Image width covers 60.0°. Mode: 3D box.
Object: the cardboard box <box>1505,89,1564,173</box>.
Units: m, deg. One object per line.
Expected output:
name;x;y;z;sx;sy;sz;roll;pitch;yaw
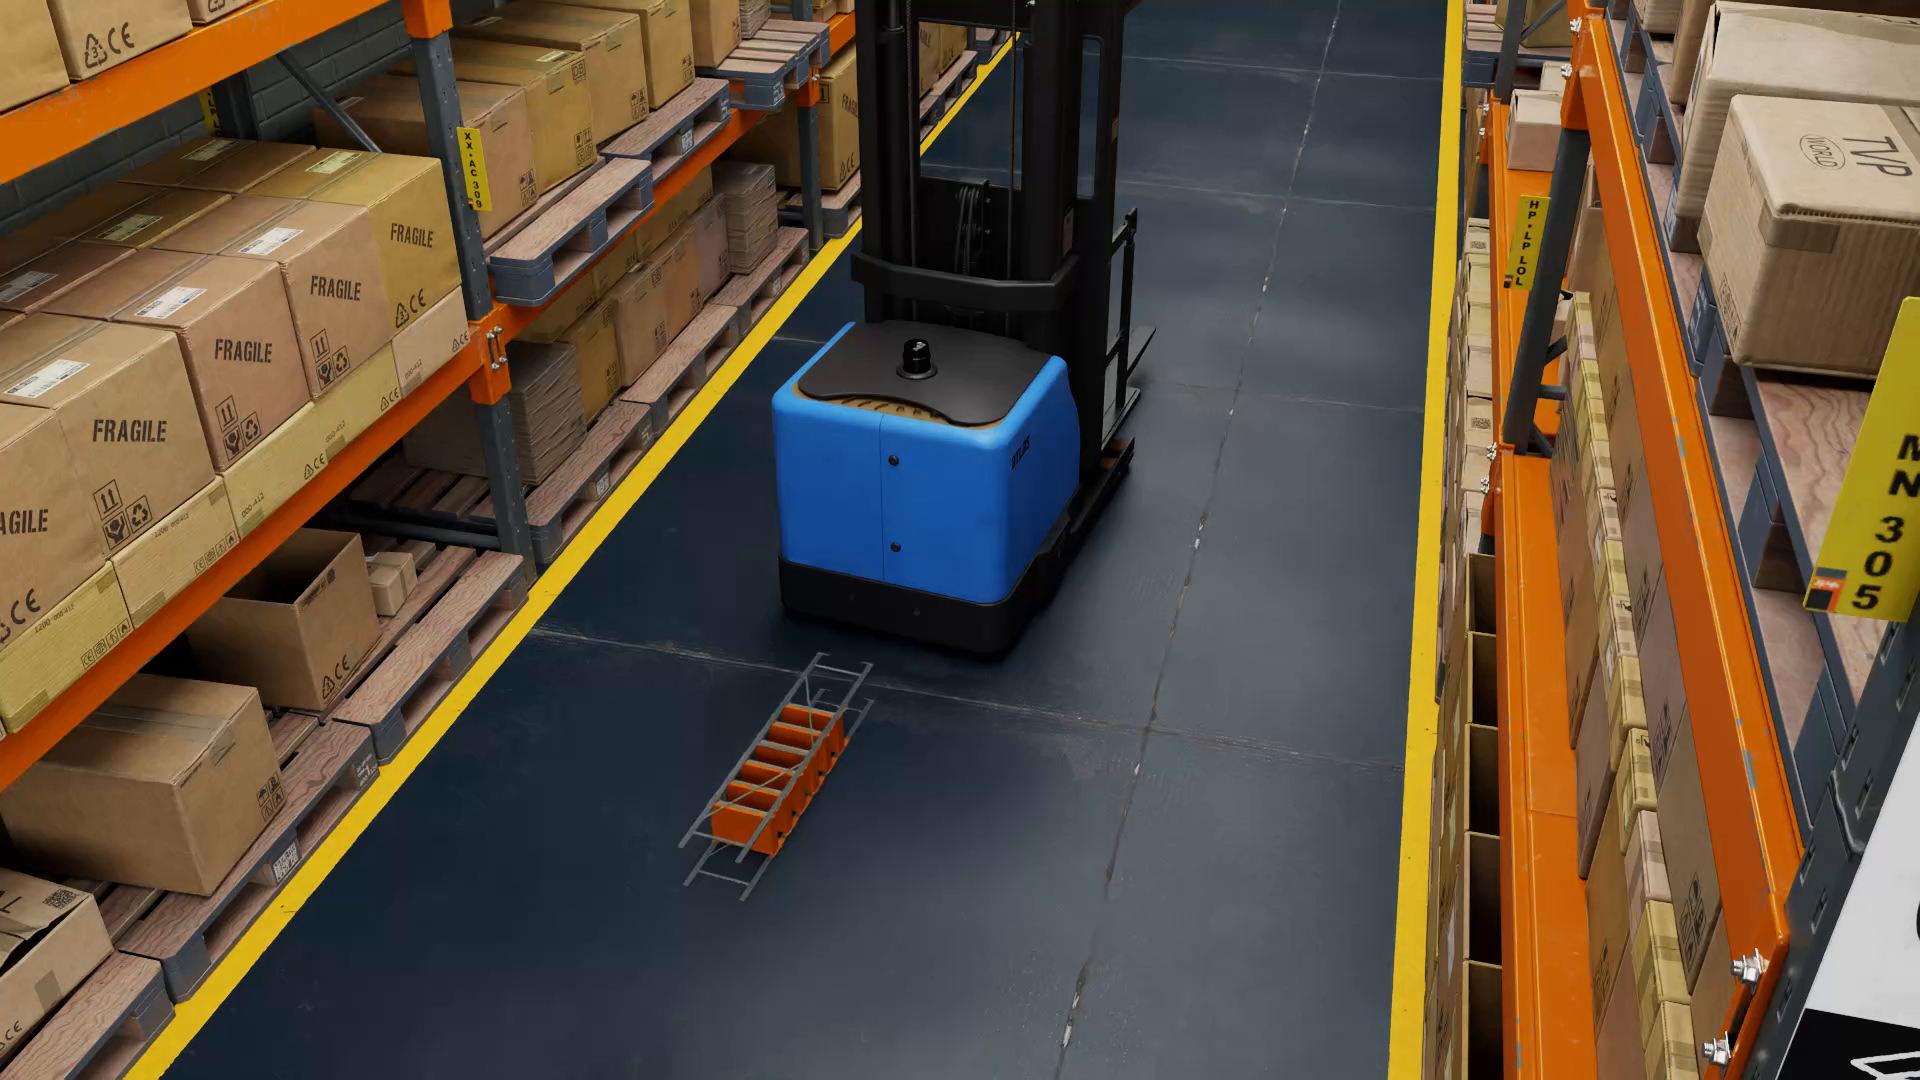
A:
cardboard box;2.999;-2.054;8.268;0.500;0.311;0.500;8;33;12

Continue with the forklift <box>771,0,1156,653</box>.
forklift;0.226;-1.551;7.458;1.130;2.935;3.031;12;34;18

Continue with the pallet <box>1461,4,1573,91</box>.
pallet;3.518;-2.810;9.552;1.213;0.211;1.003;8;33;12

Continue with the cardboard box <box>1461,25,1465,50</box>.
cardboard box;4.336;-4.125;13.689;0.380;0.149;0.250;8;33;12

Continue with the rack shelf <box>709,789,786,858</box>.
rack shelf;-0.765;1.013;5.976;0.258;0.180;0.103;11;34;17

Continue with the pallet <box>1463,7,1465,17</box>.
pallet;5.223;-5.050;15.498;1.003;0.211;1.213;8;33;12

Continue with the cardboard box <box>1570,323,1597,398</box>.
cardboard box;2.080;-0.526;5.084;0.380;0.149;0.250;8;33;13

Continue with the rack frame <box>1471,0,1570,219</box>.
rack frame;3.414;-2.529;8.933;1.000;3.000;0.127;8;33;12

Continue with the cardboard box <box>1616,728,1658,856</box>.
cardboard box;1.558;0.547;3.396;0.380;0.149;0.250;9;34;14

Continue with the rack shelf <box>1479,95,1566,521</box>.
rack shelf;2.906;-1.188;7.493;1.077;0.370;4.000;8;33;12

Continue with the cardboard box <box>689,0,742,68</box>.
cardboard box;-1.604;-2.891;8.998;0.700;0.500;0.500;5;33;8

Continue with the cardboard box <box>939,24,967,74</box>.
cardboard box;-0.403;-4.192;13.161;0.750;0.750;0.750;8;33;13

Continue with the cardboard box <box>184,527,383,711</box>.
cardboard box;-2.619;0.287;6.422;0.500;0.500;0.500;6;33;9

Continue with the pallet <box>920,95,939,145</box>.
pallet;-0.794;-3.055;12.359;1.003;0.211;1.213;8;33;12

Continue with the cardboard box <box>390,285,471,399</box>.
cardboard box;-2.221;-0.784;6.309;0.500;0.250;0.500;8;33;12

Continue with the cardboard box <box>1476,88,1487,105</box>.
cardboard box;3.690;-3.055;10.981;0.500;0.250;0.500;7;33;11

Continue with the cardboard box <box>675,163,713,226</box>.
cardboard box;-1.716;-1.981;9.291;0.500;0.250;0.500;9;33;13

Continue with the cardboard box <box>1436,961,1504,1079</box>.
cardboard box;1.471;1.449;4.147;0.500;0.500;0.500;8;33;12

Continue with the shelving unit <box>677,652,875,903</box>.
shelving unit;-0.659;0.854;6.227;0.258;0.189;1.200;11;34;17

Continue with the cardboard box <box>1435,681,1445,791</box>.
cardboard box;1.988;0.729;5.979;0.500;0.250;0.500;8;33;12

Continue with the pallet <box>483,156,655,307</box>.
pallet;-2.059;-1.422;7.370;1.003;0.211;1.213;8;33;12

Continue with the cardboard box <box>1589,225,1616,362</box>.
cardboard box;2.292;-0.812;4.929;0.700;0.500;0.500;8;33;13

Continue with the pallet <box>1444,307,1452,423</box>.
pallet;3.167;-0.931;9.017;1.003;0.211;1.213;8;33;12

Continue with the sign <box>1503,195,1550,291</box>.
sign;1.871;-0.978;5.486;0.100;0.325;0.005;8;33;12

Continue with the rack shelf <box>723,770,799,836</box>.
rack shelf;-0.725;0.952;6.071;0.258;0.180;0.103;11;34;17

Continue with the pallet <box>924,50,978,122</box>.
pallet;-0.487;-3.690;13.358;1.003;0.211;1.213;8;33;12

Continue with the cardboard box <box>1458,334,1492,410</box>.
cardboard box;2.610;-0.746;7.776;0.500;0.311;0.500;8;33;12

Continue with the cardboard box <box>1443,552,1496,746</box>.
cardboard box;1.978;0.411;5.780;0.500;0.500;0.500;8;33;12

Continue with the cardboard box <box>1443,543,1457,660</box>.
cardboard box;2.223;0.275;6.693;0.500;0.250;0.500;8;33;12

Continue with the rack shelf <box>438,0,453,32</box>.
rack shelf;-1.886;-3.126;7.746;1.077;0.370;4.000;8;33;12

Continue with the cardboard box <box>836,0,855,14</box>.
cardboard box;-0.850;-3.499;10.674;0.380;0.149;0.250;9;34;14

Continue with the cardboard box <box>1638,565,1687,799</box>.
cardboard box;1.783;0.229;3.291;0.700;0.500;0.500;8;33;13

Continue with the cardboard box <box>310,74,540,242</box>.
cardboard box;-2.232;-1.613;6.989;0.700;0.500;0.500;8;33;13

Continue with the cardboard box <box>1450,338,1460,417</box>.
cardboard box;2.744;-0.783;8.357;0.500;0.250;0.500;7;33;11

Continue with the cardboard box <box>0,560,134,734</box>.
cardboard box;-2.725;0.260;4.667;0.500;0.250;0.500;8;33;12

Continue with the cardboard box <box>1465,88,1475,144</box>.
cardboard box;3.812;-2.981;11.564;0.500;0.500;0.500;8;33;13

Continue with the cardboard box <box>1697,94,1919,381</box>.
cardboard box;1.421;-0.450;2.484;0.500;0.250;0.500;8;33;12

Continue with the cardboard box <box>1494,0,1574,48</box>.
cardboard box;3.464;-3.091;9.331;0.700;0.500;0.500;-3;33;-4

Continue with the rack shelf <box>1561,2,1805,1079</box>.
rack shelf;1.891;-0.378;3.423;1.077;0.370;4.000;8;33;12

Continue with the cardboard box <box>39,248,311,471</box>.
cardboard box;-2.474;-0.581;5.289;0.500;0.500;0.500;7;33;11

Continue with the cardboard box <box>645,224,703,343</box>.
cardboard box;-1.853;-1.439;9.137;0.700;0.500;0.500;8;33;12

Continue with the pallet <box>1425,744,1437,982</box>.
pallet;2.156;1.130;5.775;1.003;0.211;1.213;8;33;12

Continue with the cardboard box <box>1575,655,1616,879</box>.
cardboard box;1.905;0.536;4.018;0.700;0.500;0.500;9;34;14

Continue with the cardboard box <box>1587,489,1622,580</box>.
cardboard box;1.820;0.013;4.236;0.380;0.149;0.250;7;33;11

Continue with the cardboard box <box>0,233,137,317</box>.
cardboard box;-2.982;-0.646;5.393;0.500;0.500;0.500;9;34;14

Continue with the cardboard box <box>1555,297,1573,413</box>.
cardboard box;2.481;-0.652;6.119;0.500;0.250;0.500;10;34;15

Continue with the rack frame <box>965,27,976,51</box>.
rack frame;-0.364;-5.277;13.256;1.000;3.000;0.127;8;33;12
